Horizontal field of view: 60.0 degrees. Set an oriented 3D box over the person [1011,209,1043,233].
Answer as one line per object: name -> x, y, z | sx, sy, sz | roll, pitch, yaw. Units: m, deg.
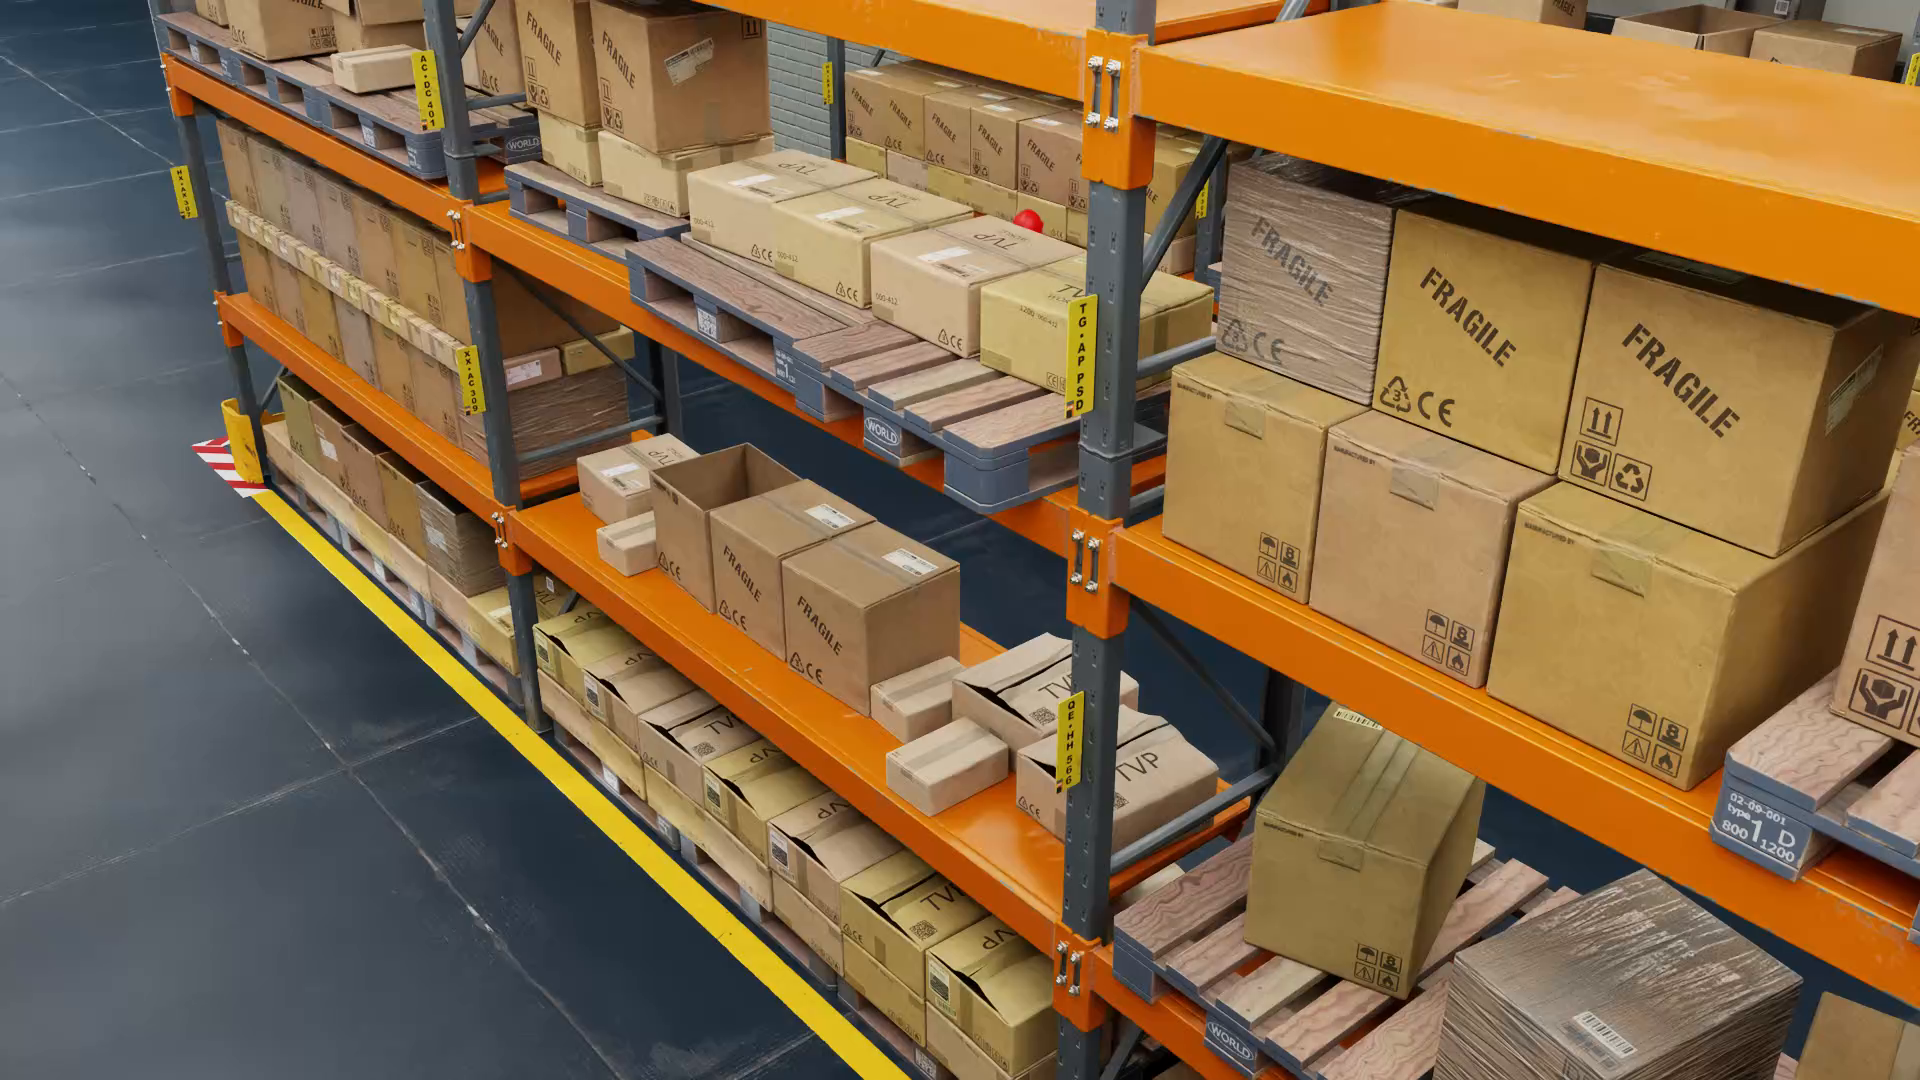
person -> 0.460, -1.357, 11.137 | 0.586, 1.805, 0.500 | 12, 30, 21
